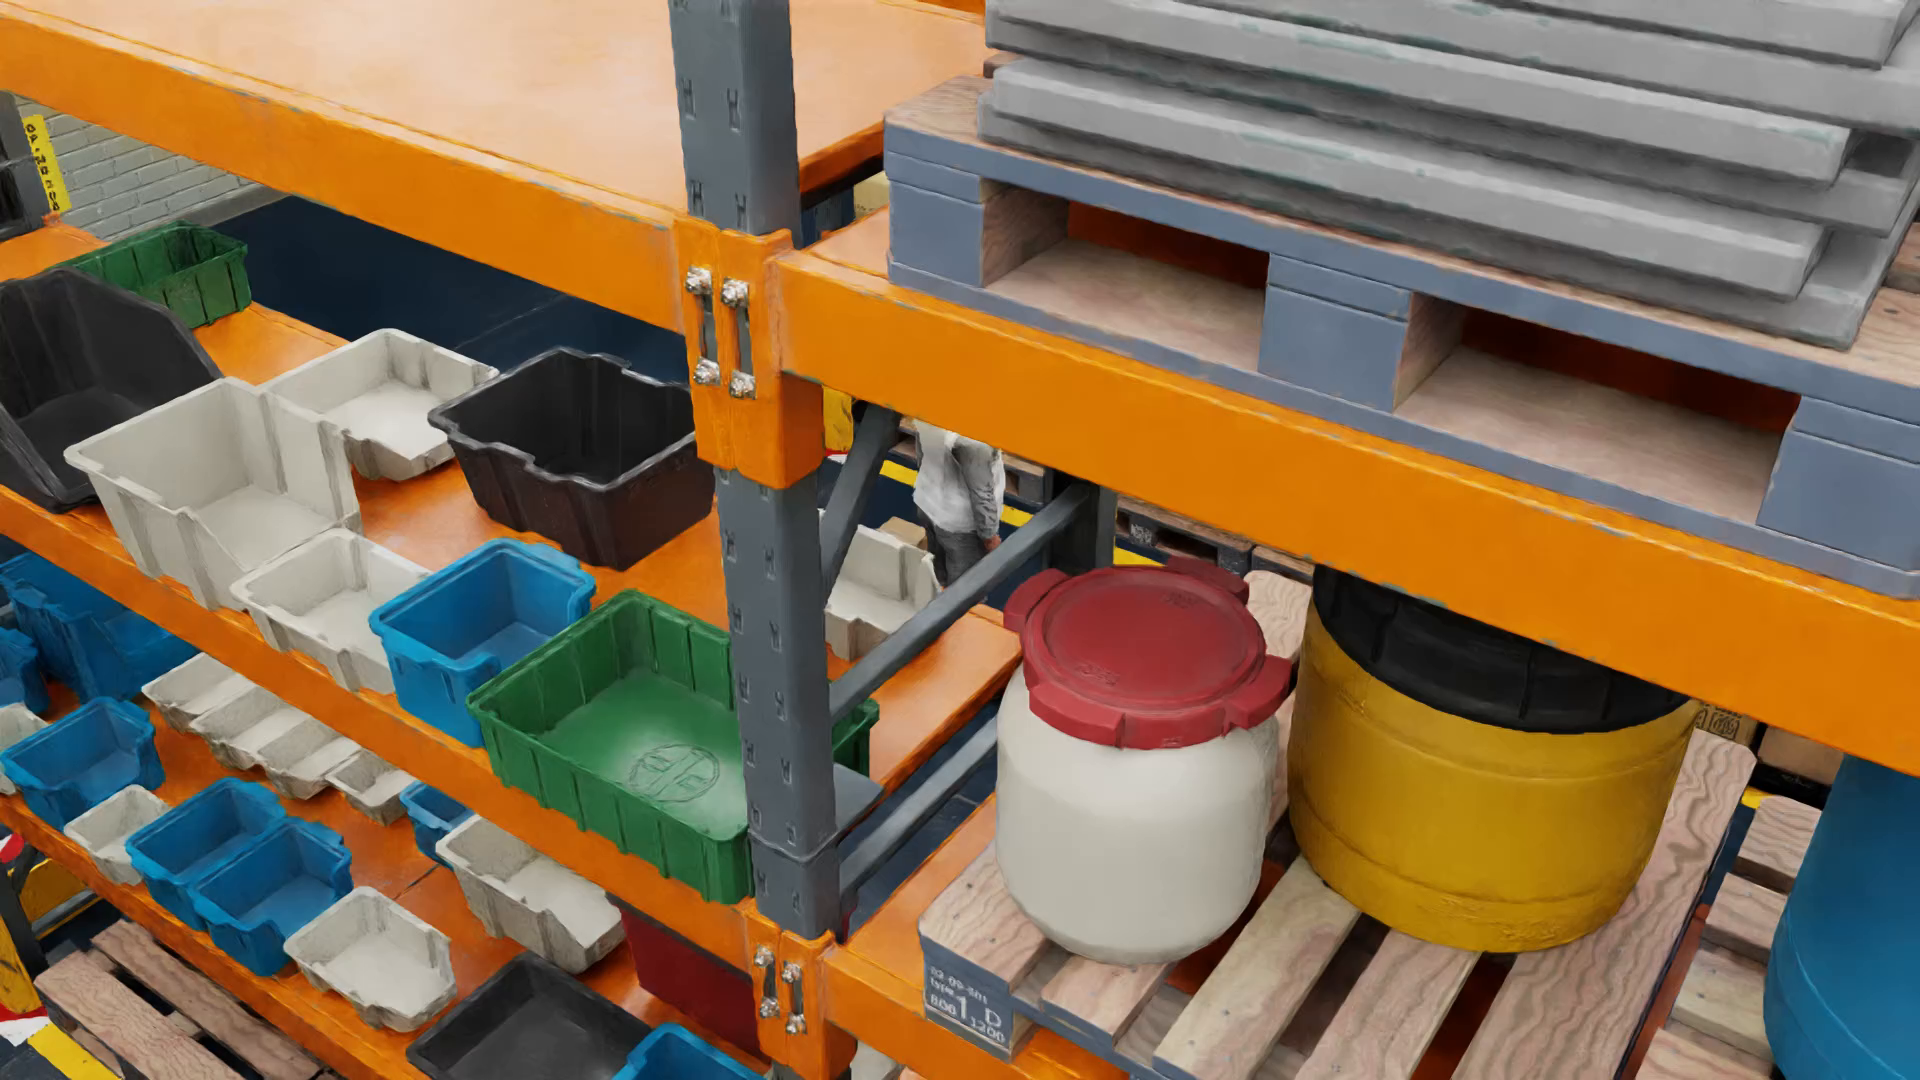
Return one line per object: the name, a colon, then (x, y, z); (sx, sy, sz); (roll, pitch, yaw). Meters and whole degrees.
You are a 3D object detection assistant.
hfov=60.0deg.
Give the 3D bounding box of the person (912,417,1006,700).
person: (0.006, -0.139, 7.447); (0.379, 1.783, 0.628); (-18, 38, -24)
